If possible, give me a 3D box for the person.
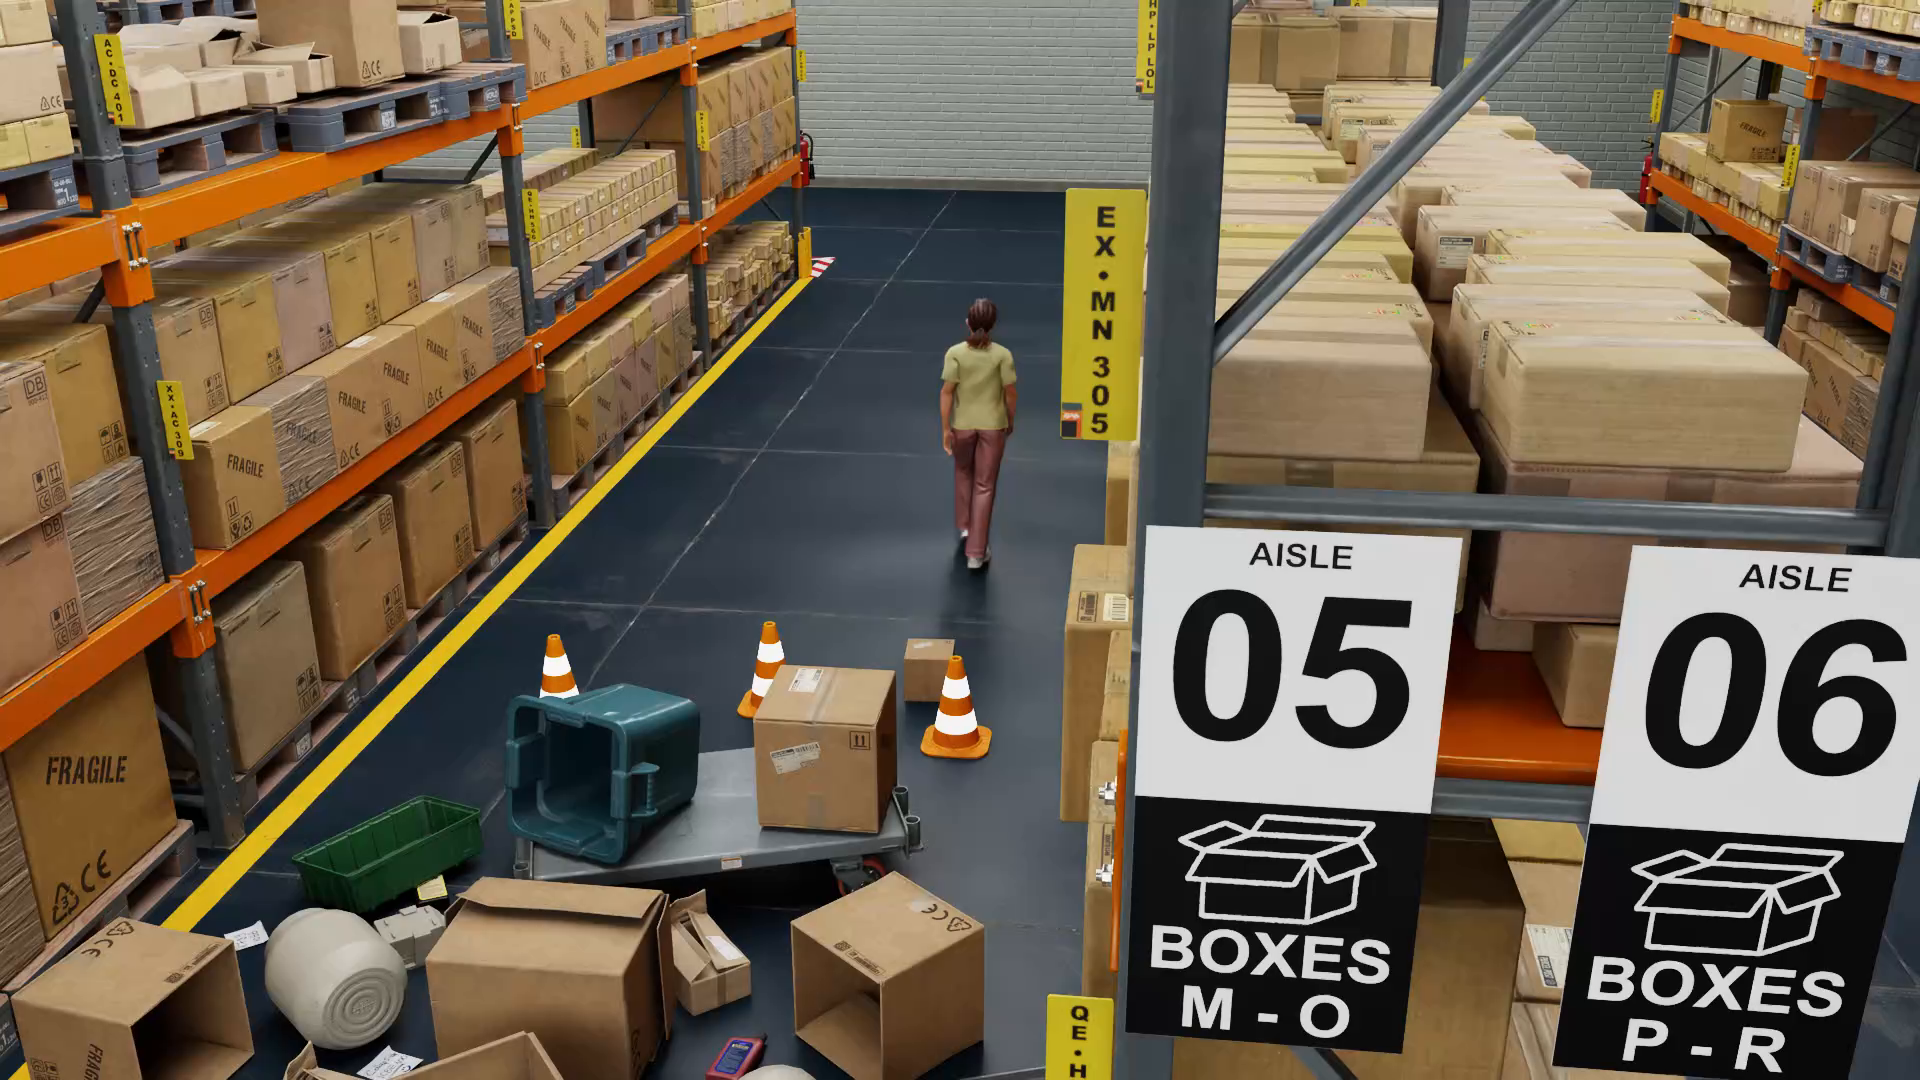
[{"bbox_3d":[0.130,-0.656,10.343,0.459,1.673,0.722,3,22,9],"label":"person"}]
